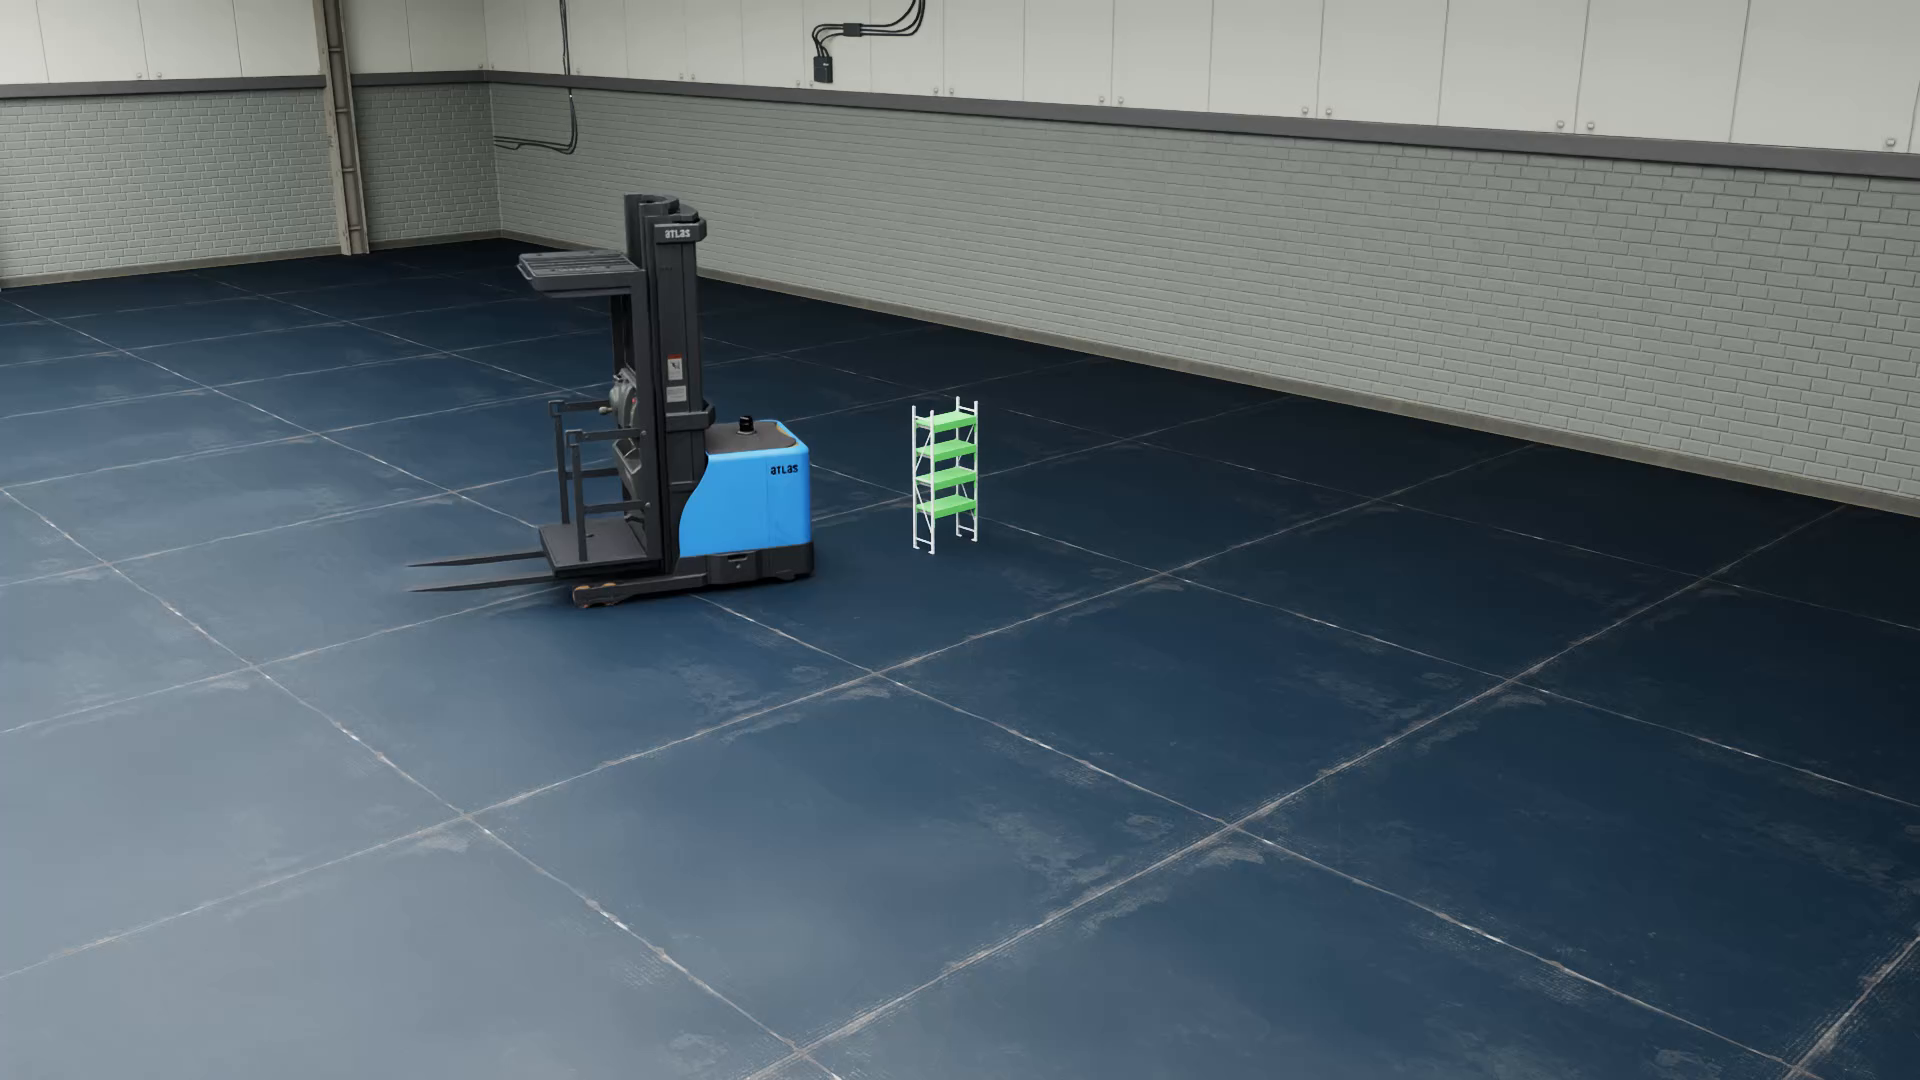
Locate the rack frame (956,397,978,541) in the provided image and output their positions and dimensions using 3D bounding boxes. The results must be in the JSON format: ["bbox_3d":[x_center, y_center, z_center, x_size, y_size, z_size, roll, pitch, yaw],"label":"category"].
[{"bbox_3d":[0.057,-0.587,13.851,0.015,1.200,0.240,-16,24,-41],"label":"rack frame"}]

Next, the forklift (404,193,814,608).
[{"bbox_3d":[-2.716,-1.069,12.529,3.031,2.935,1.130,-6,19,-19],"label":"forklift"}]

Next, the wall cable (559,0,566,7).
[{"bbox_3d":[-5.951,-10.076,27.319,0.112,2.526,3.097,-16,24,-41],"label":"wall cable"}]

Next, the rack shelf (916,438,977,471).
[{"bbox_3d":[-0.120,-0.703,13.637,0.480,0.148,0.258,-16,24,-41],"label":"rack shelf"}]

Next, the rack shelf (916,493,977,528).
[{"bbox_3d":[-0.120,-0.247,13.785,0.480,0.148,0.258,-16,24,-41],"label":"rack shelf"}]

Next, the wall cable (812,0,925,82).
[{"bbox_3d":[-1.299,-9.244,22.392,0.169,6.003,2.305,-16,24,-41],"label":"wall cable"}]

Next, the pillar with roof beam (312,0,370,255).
[{"bbox_3d":[-7.901,-8.465,25.502,0.400,9.000,9.100,-16,24,-41],"label":"pillar with roof beam"}]

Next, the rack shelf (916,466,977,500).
[{"bbox_3d":[-0.120,-0.475,13.711,0.480,0.148,0.258,-16,24,-41],"label":"rack shelf"}]

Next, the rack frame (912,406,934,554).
[{"bbox_3d":[-0.298,-0.484,13.532,0.015,1.200,0.240,-16,24,-41],"label":"rack frame"}]

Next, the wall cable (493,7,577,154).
[{"bbox_3d":[-7.809,-8.280,29.968,0.112,2.526,3.097,-16,24,-41],"label":"wall cable"}]

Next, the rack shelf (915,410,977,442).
[{"bbox_3d":[-0.120,-0.931,13.563,0.480,0.148,0.258,-16,24,-41],"label":"rack shelf"}]

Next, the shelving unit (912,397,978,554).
[{"bbox_3d":[-0.120,-0.536,13.691,0.503,1.200,0.258,-16,24,-41],"label":"shelving unit"}]
